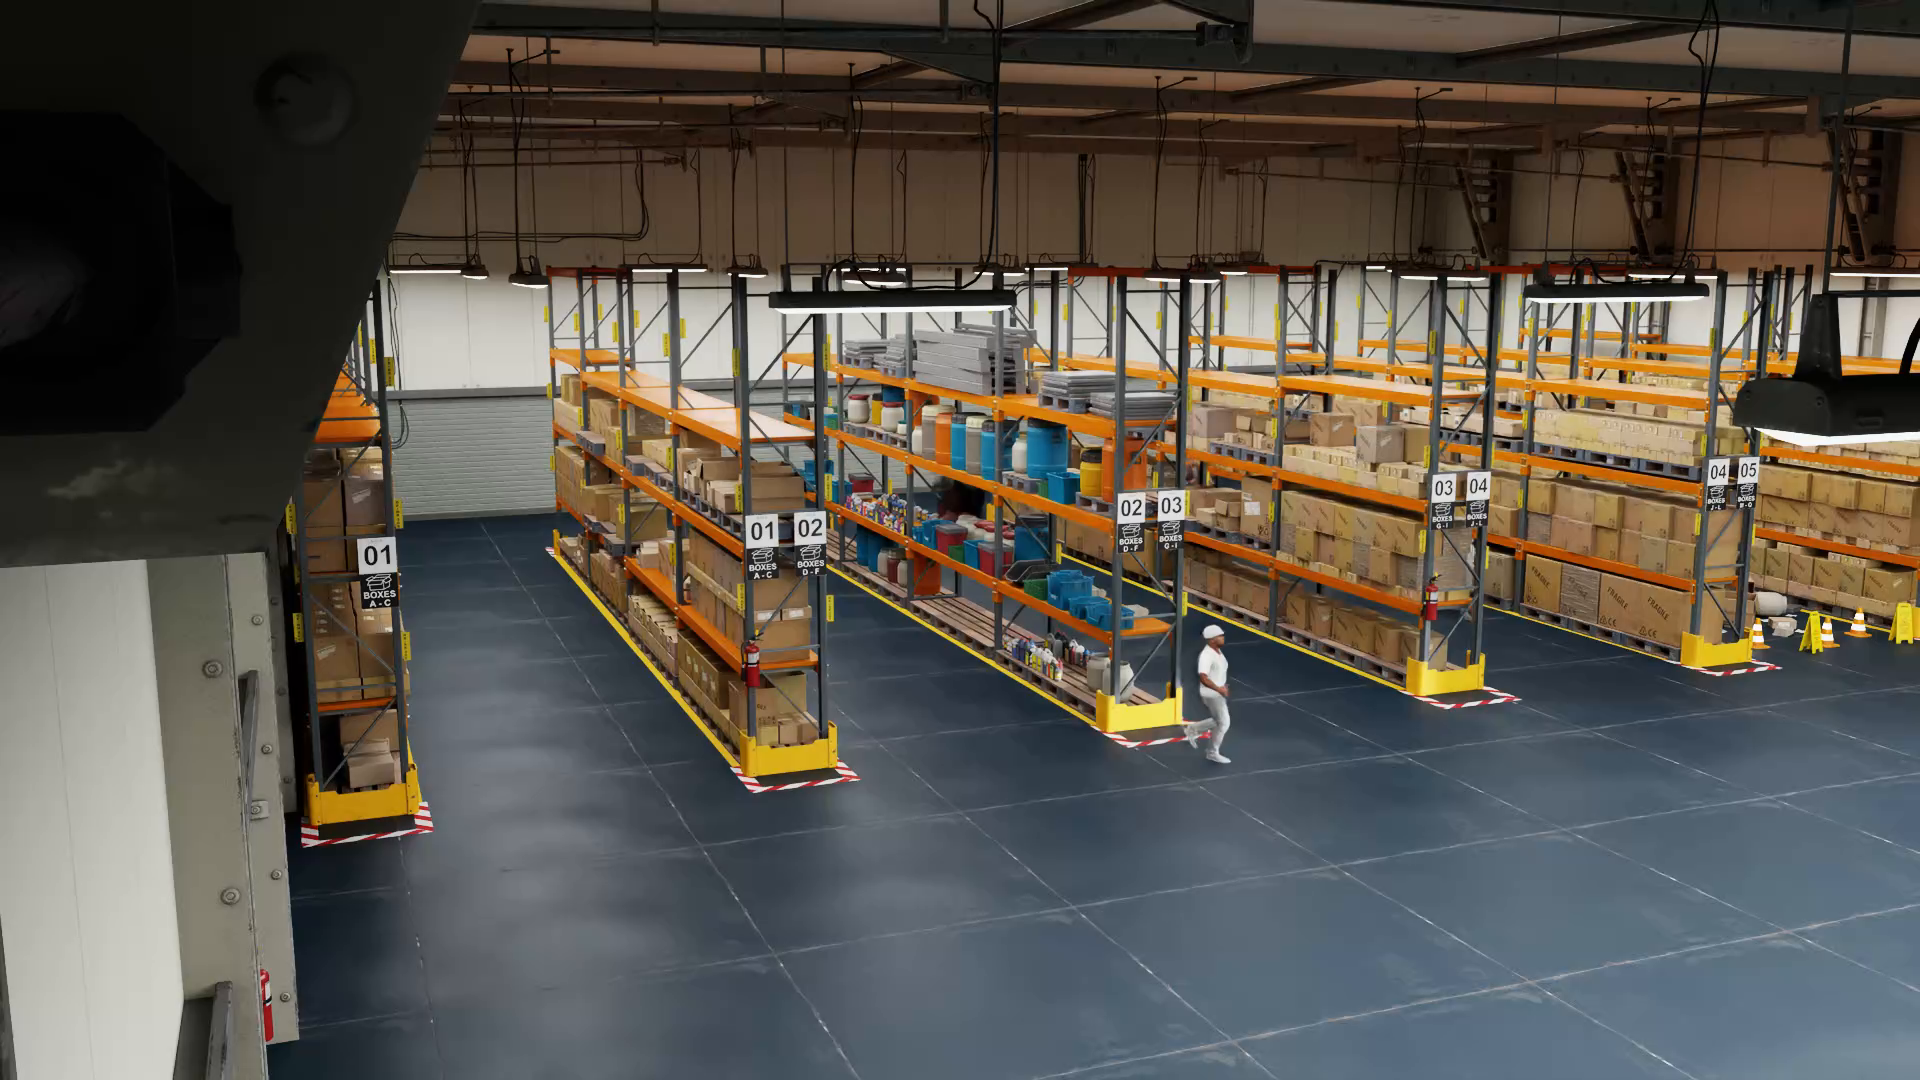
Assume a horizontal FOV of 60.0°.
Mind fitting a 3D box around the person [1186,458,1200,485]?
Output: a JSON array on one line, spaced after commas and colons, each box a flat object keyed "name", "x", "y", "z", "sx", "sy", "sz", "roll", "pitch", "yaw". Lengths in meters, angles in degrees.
[{"name": "person", "x": 5.197, "y": -1.022, "z": 37.400, "sx": 0.733, "sy": 1.834, "sz": 0.984, "roll": -3, "pitch": 10, "yaw": -17}]

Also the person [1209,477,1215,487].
[{"name": "person", "x": 5.110, "y": -0.443, "z": 34.094, "sx": 0.662, "sy": 1.713, "sz": 0.987, "roll": -5, "pitch": 11, "yaw": -25}]

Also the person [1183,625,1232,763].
[{"name": "person", "x": 3.106, "y": 1.912, "z": 20.800, "sx": 0.621, "sy": 1.744, "sz": 0.756, "roll": 2, "pitch": 10, "yaw": 13}]

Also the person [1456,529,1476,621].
[{"name": "person", "x": 8.731, "y": 0.521, "z": 28.887, "sx": 0.587, "sy": 1.684, "sz": 0.640, "roll": -4, "pitch": 11, "yaw": -22}]
